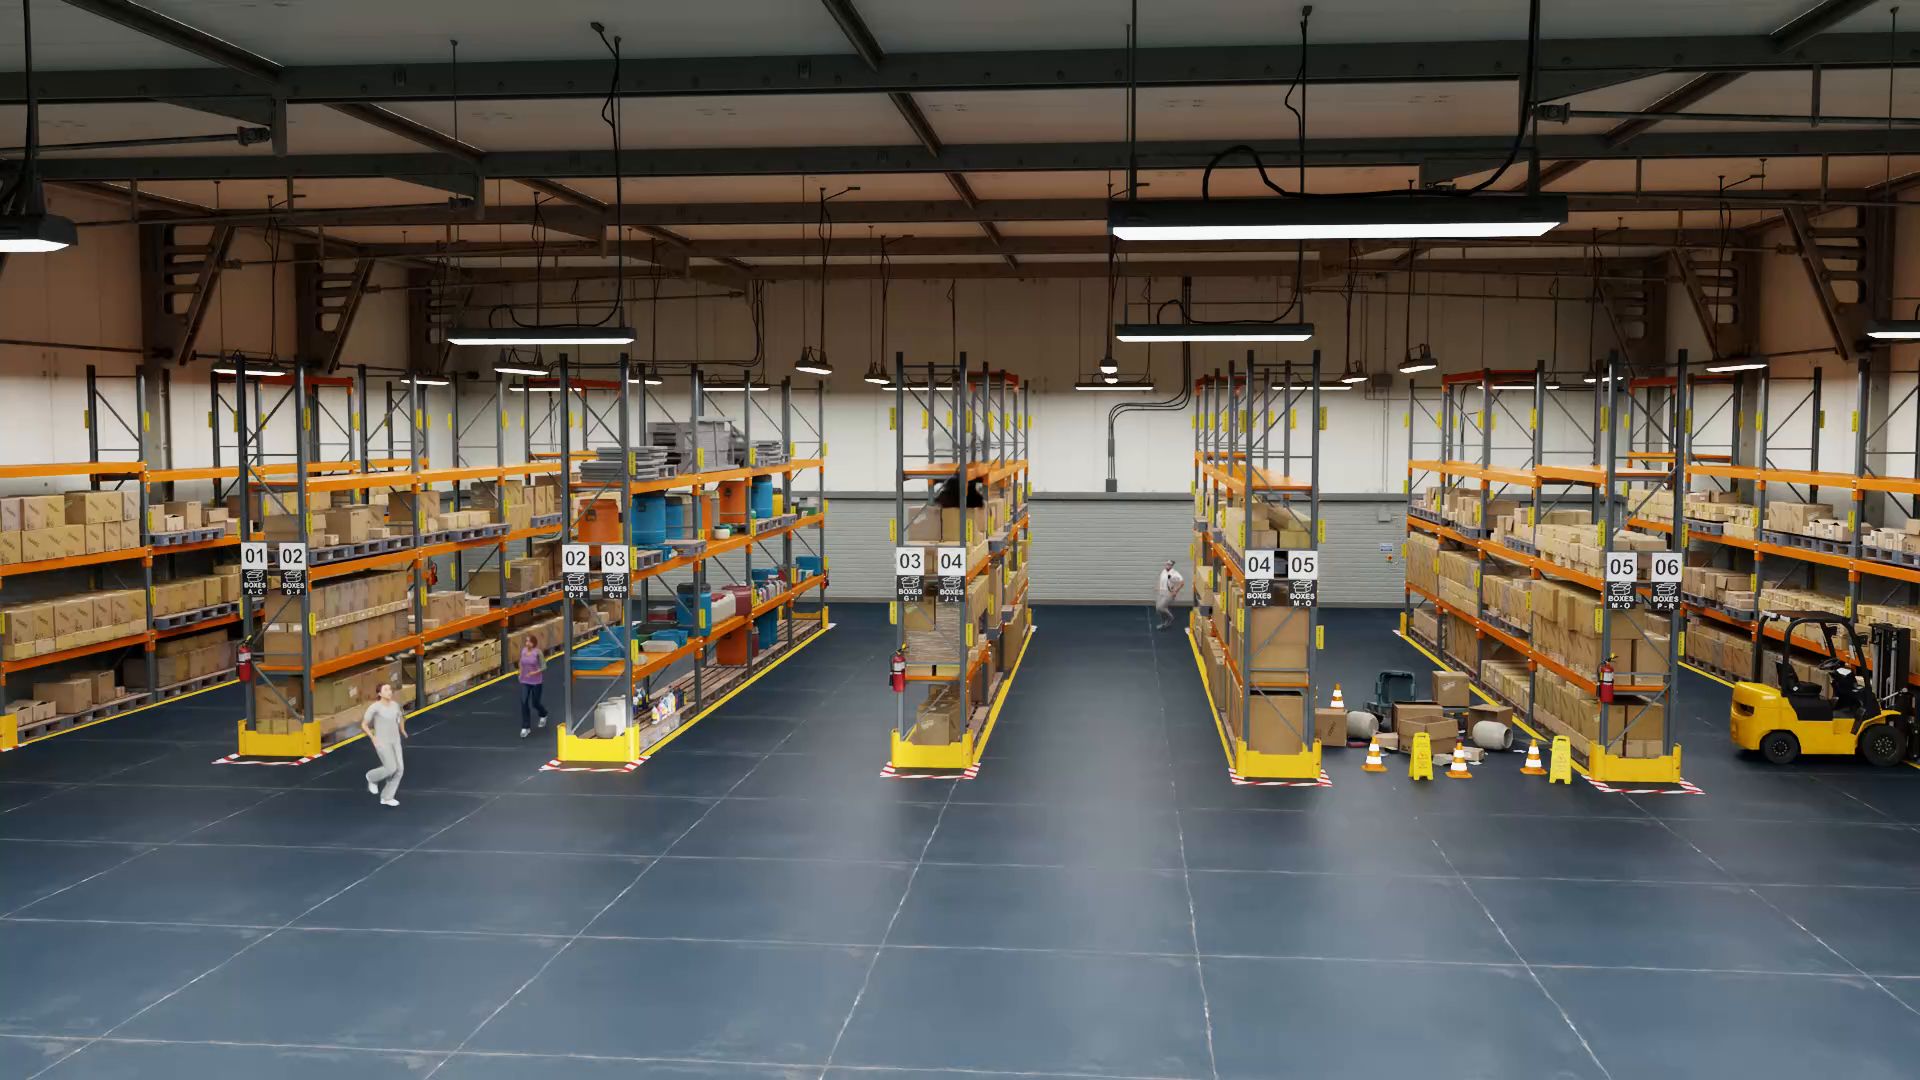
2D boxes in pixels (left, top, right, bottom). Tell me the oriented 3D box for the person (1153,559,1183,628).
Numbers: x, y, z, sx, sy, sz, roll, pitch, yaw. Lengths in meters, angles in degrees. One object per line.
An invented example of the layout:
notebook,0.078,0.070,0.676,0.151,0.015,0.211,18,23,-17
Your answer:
person,4.981,1.298,40.122,0.535,1.718,0.719,-3,5,-32

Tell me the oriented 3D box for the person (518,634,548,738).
person,-6.858,2.306,26.656,0.541,1.605,0.805,1,4,9

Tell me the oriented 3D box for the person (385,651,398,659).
person,-12.044,1.696,34.924,0.612,1.648,0.537,0,4,-2

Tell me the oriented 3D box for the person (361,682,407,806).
person,-7.508,2.779,21.759,0.561,1.370,0.580,3,5,34
